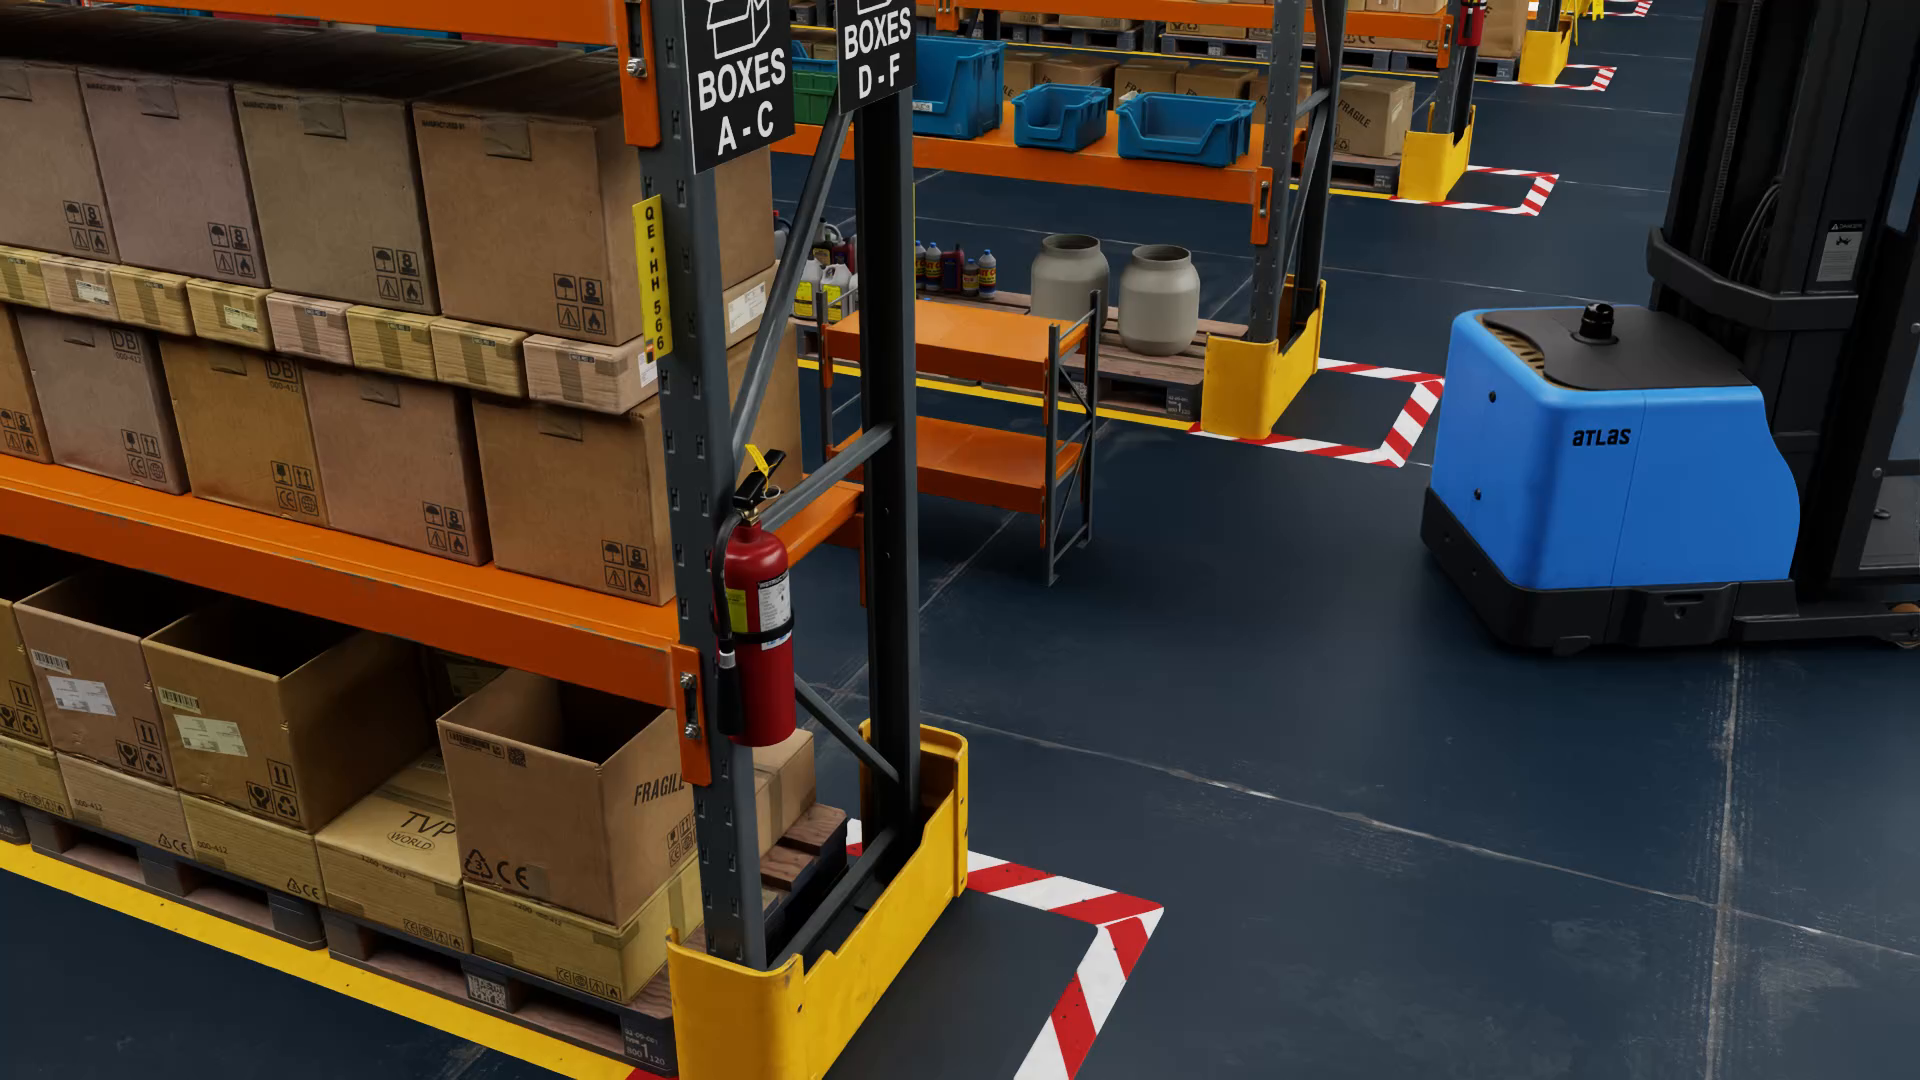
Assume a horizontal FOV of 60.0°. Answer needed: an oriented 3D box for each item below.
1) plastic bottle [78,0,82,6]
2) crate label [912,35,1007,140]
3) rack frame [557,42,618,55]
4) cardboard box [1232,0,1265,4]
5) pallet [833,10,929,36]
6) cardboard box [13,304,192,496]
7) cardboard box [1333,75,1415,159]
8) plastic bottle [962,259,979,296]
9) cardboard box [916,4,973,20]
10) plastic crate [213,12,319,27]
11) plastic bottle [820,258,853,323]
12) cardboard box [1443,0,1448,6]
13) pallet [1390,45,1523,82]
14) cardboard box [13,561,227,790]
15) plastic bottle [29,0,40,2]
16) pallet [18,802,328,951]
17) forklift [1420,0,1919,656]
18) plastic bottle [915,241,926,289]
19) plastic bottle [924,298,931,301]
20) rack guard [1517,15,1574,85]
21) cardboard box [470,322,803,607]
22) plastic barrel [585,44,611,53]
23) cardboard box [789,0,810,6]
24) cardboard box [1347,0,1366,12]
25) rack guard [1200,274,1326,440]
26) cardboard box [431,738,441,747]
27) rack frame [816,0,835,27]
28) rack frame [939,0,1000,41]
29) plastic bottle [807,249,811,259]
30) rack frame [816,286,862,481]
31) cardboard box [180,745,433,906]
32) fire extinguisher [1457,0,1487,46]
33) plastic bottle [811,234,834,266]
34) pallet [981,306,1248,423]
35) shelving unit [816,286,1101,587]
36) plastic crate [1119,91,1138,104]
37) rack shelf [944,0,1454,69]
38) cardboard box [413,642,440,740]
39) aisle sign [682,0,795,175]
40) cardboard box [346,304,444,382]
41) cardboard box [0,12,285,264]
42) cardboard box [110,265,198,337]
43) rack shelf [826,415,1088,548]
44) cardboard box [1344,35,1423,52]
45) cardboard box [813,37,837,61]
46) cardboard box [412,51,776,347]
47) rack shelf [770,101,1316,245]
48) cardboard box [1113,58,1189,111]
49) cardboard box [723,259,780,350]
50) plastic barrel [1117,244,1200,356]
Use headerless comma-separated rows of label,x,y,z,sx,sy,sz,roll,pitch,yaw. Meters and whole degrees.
plastic bottle,-6.145,-3.800,11.705,0.133,0.283,0.061,11,28,22
crate label,-0.110,-2.346,8.579,0.616,0.435,0.502,11,28,22
rack frame,-1.963,-2.834,9.610,0.127,3.000,1.000,11,28,22
cardboard box,2.239,-4.172,12.613,0.250,0.149,0.380,11,28,22
pallet,-0.723,-6.107,19.415,1.213,0.211,1.003,11,28,22
cardboard box,-2.206,-0.529,4.815,0.500,0.500,0.700,12,29,23
cardboard box,3.167,-3.282,12.875,0.500,0.500,0.500,17,31,31
plastic bottle,0.062,-1.520,9.612,0.097,0.201,0.097,0,26,0
cardboard box,-0.095,-6.406,18.936,0.750,0.750,1.050,12,29,23
plastic crate,-4.260,-3.176,10.231,0.583,0.464,0.402,11,28,22
plastic bottle,-0.672,-1.382,9.162,0.185,0.351,0.144,13,29,24
cardboard box,3.567,-4.129,12.526,0.250,0.149,0.380,11,28,22
pallet,5.113,-4.934,17.032,1.213,0.211,1.003,11,28,22
cardboard box,-2.358,0.350,4.932,0.500,0.500,0.500,11,28,22
plastic bottle,-6.599,-3.892,11.891,0.133,0.283,0.061,11,28,22
pallet,-2.196,0.793,5.401,1.213,0.211,1.003,11,28,22
forklift,3.514,-1.132,6.230,3.031,2.935,1.130,-2,26,-5
plastic bottle,-0.247,-1.614,9.722,0.097,0.271,0.097,0,26,0
plastic bottle,-0.175,-1.204,8.970,0.097,0.201,0.097,0,26,0
rack guard,5.895,-4.944,16.726,0.348,0.500,1.175,11,28,22
cardboard box,-0.796,-0.247,4.242,0.500,0.500,0.700,11,28,22
plastic barrel,-2.190,-3.251,9.890,0.708,0.901,0.600,11,28,22
cardboard box,-2.116,-6.615,19.644,0.500,0.500,0.500,11,28,22
cardboard box,2.907,-4.021,12.307,0.250,0.149,0.380,11,28,22
rack guard,1.589,-0.976,8.667,0.348,0.500,1.175,11,28,22
cardboard box,-1.684,0.565,5.345,0.500,0.250,0.500,11,28,22
rack frame,-1.409,-7.533,19.154,0.127,3.000,1.000,11,28,22
rack frame,0.087,-4.825,13.655,0.127,3.000,1.000,11,28,22
plastic bottle,-0.917,-1.763,10.011,0.133,0.283,0.061,13,29,25
rack frame,-0.469,-0.599,7.193,0.032,1.125,0.500,11,28,22
cardboard box,-1.902,0.777,4.913,0.500,0.250,0.500,11,28,22
fire extinguisher,3.642,-3.853,11.768,0.183,0.674,0.296,11,28,22
plastic bottle,-0.808,-1.671,9.825,0.133,0.283,0.061,11,28,22
pallet,0.852,-0.997,9.036,1.213,0.211,1.003,11,28,22
shelving unit,-0.006,-0.506,7.004,1.048,1.125,0.538,11,28,22
plastic crate,0.996,-2.277,8.778,0.250,0.136,0.298,11,28,22
rack shelf,1.908,-4.137,13.071,4.000,0.370,1.077,11,28,22
cardboard box,-1.688,0.233,5.170,0.500,0.500,0.500,11,28,22
aisle sign,-0.438,-1.148,3.242,0.004,0.787,0.394,11,28,22
cardboard box,-1.274,-0.535,4.093,0.250,0.149,0.380,11,28,21
cardboard box,-2.240,-1.116,4.539,0.500,0.500,0.700,11,28,22
cardboard box,-1.982,-0.677,4.381,0.250,0.149,0.380,12,29,23
rack shelf,-0.006,-0.287,7.112,1.000,0.278,0.538,11,28,22
cardboard box,4.427,-5.563,17.082,0.875,0.875,0.875,11,28,21
cardboard box,-0.889,-4.117,14.548,0.500,0.500,0.700,11,28,21
cardboard box,-0.844,-0.839,3.976,0.500,0.500,0.700,11,28,22
rack shelf,-0.143,-2.146,9.026,4.000,0.370,1.077,11,28,22
cardboard box,1.557,-3.620,13.560,0.500,0.500,0.500,9,28,17
cardboard box,-0.644,-0.606,4.237,0.250,0.149,0.380,11,28,21
plastic barrel,1.047,-1.264,8.763,0.421,0.512,0.421,0,26,0
